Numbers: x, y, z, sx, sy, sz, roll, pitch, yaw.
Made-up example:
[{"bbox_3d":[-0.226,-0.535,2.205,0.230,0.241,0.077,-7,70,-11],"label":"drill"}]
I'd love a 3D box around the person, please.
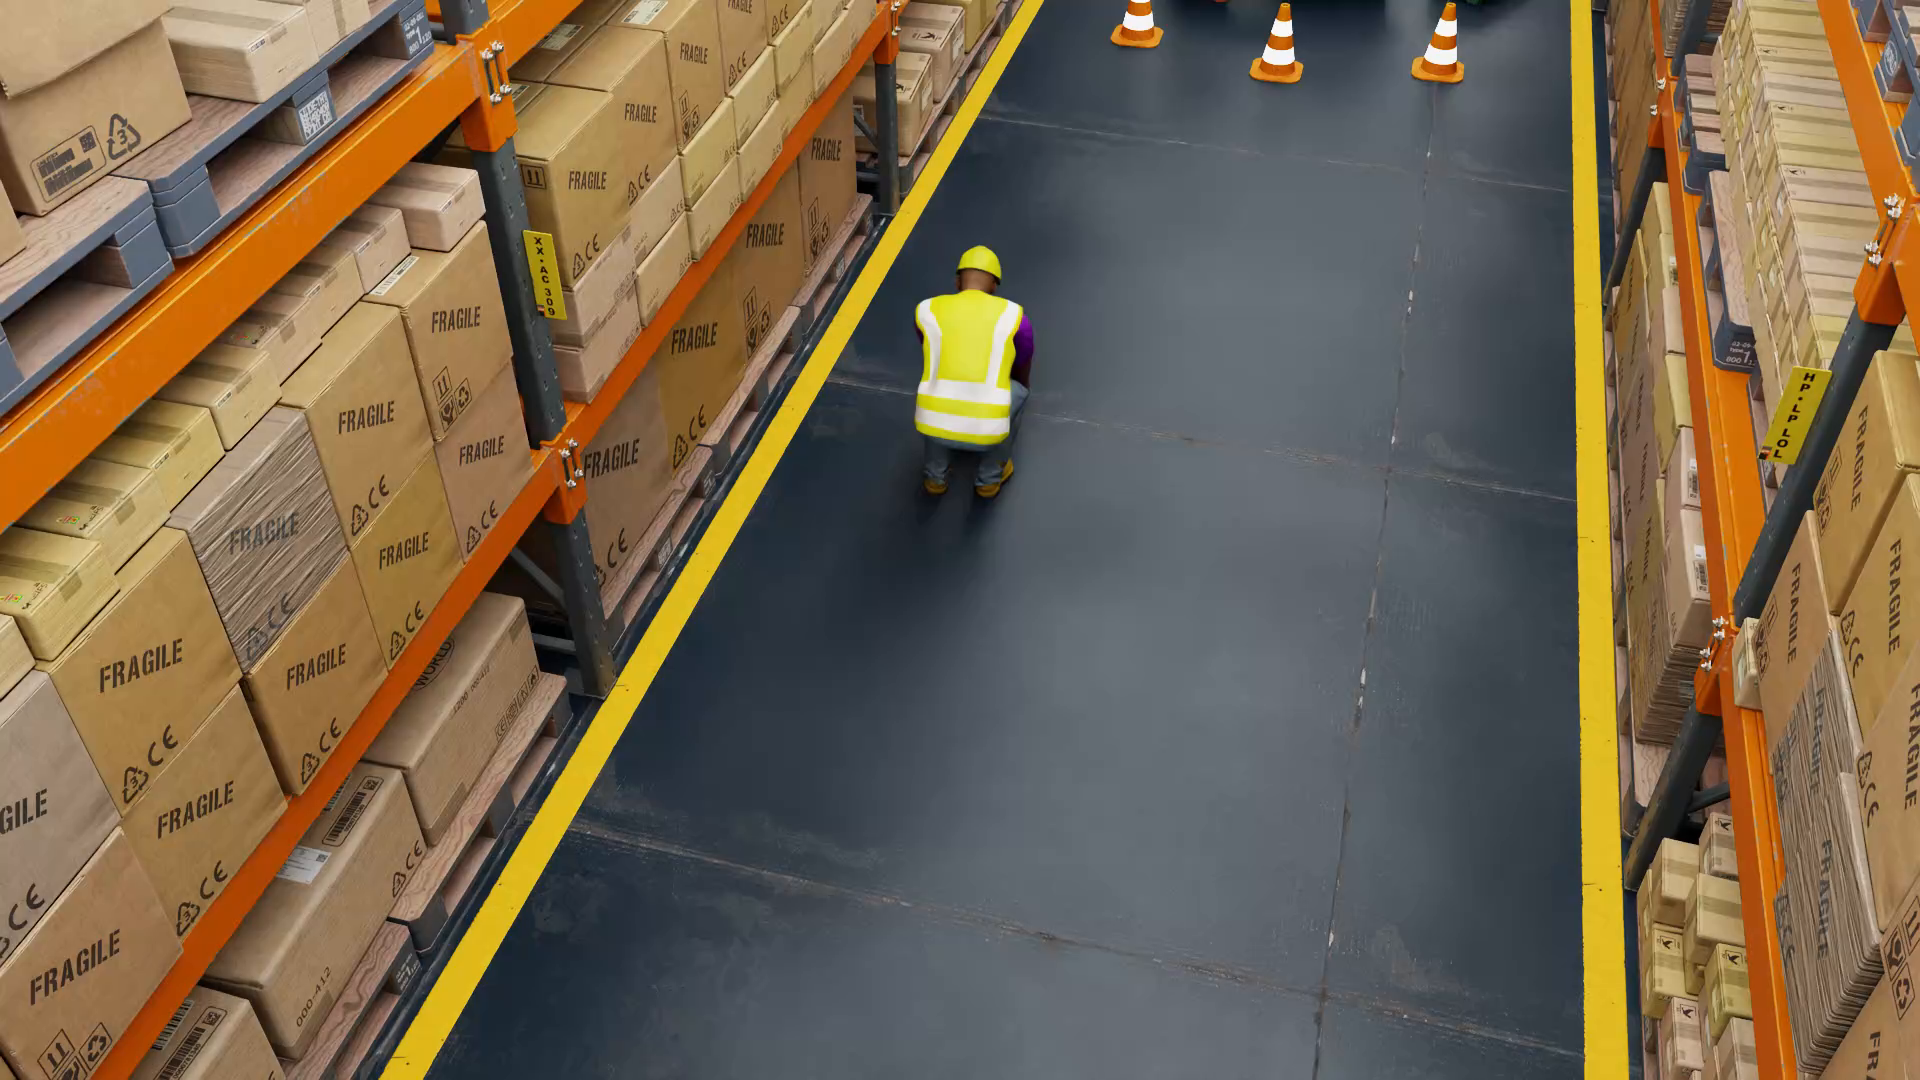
[{"bbox_3d":[0.041,-0.749,7.599,0.542,1.004,0.918,9,42,10],"label":"person"}]
